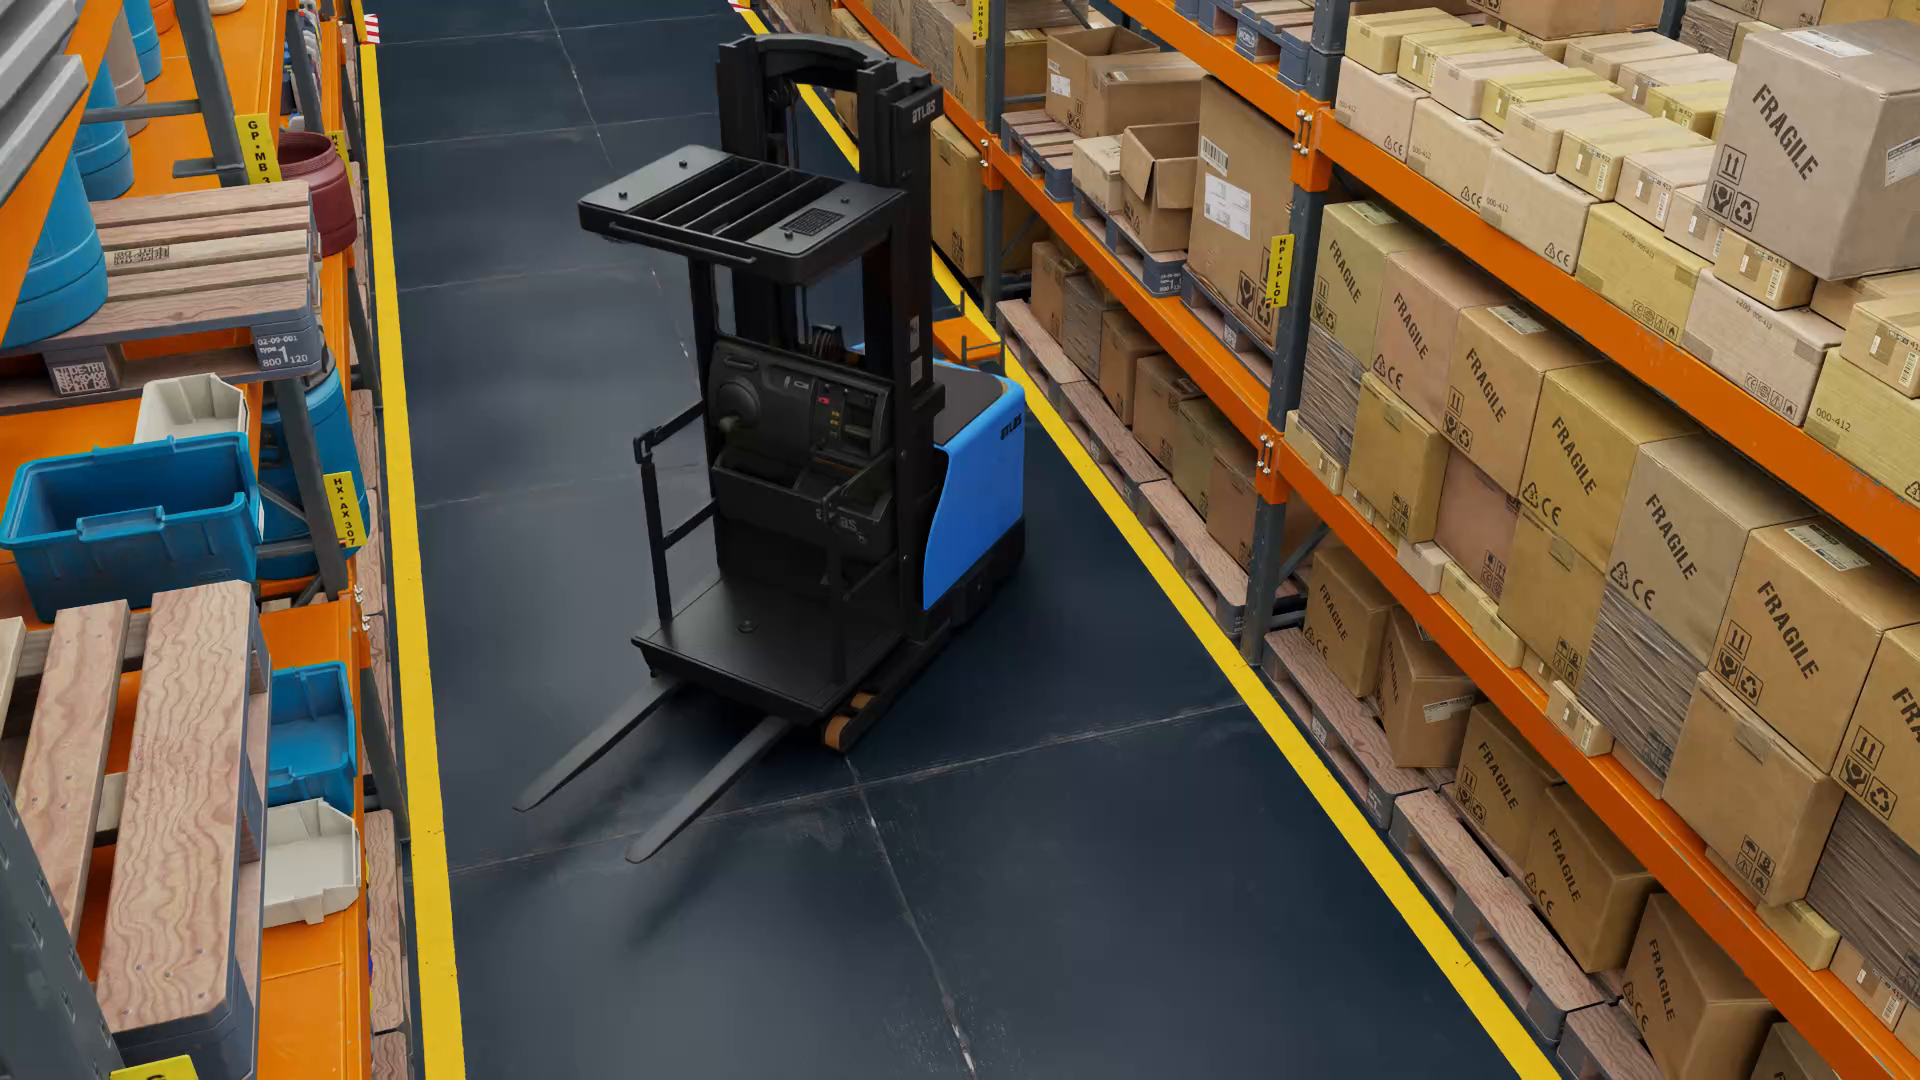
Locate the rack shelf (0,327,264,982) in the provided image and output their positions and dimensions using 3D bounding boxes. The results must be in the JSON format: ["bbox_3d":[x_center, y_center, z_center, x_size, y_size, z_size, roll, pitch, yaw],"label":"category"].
[{"bbox_3d":[-2.233,0.190,3.993,1.077,0.370,4.000,-10,35,-15],"label":"rack shelf"}]

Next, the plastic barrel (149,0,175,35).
[{"bbox_3d":[-3.820,-2.629,7.217,0.600,0.830,0.708,-10,35,-15],"label":"plastic barrel"}]

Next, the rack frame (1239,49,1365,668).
[{"bbox_3d":[1.874,-0.742,7.472,1.000,3.000,0.127,-10,35,-15],"label":"rack frame"}]

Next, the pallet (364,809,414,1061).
[{"bbox_3d":[-2.678,1.614,6.436,1.003,0.211,1.213,-10,35,-15],"label":"pallet"}]

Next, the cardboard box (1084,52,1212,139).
[{"bbox_3d":[1.122,-2.506,9.670,0.700,0.500,0.500,-5,34,-8],"label":"cardboard box"}]

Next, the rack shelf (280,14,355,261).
[{"bbox_3d":[-4.673,-2.759,11.177,1.077,0.370,4.000,-10,35,-15],"label":"rack shelf"}]

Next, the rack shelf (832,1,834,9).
[{"bbox_3d":[-1.176,-5.692,15.615,1.077,0.370,4.000,-10,35,-15],"label":"rack shelf"}]

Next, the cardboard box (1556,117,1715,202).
[{"bbox_3d":[2.113,-1.196,5.213,0.380,0.149,0.250,-11,35,-16],"label":"cardboard box"}]

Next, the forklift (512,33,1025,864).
[{"bbox_3d":[-0.832,-0.548,7.240,1.130,2.935,3.031,18,37,25],"label":"forklift"}]

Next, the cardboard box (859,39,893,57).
[{"bbox_3d":[-0.079,-3.429,13.085,1.225,0.875,0.875,-11,35,-16],"label":"cardboard box"}]

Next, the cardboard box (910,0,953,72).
[{"bbox_3d":[-0.041,-3.636,11.761,0.500,0.500,0.500,-11,35,-16],"label":"cardboard box"}]

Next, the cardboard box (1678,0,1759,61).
[{"bbox_3d":[5.288,-3.384,11.379,0.500,0.500,0.500,-10,35,-14],"label":"cardboard box"}]

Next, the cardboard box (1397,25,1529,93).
[{"bbox_3d":[1.826,-1.747,6.045,0.380,0.149,0.250,-12,35,-17],"label":"cardboard box"}]

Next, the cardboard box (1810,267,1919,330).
[{"bbox_3d":[2.501,-0.651,4.387,0.380,0.149,0.250,-10,35,-14],"label":"cardboard box"}]

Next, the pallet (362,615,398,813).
[{"bbox_3d":[-3.119,0.848,7.594,1.003,0.211,1.213,-10,35,-15],"label":"pallet"}]

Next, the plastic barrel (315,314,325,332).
[{"bbox_3d":[-3.282,-1.117,7.916,0.433,0.535,0.433,0,33,0],"label":"plastic barrel"}]

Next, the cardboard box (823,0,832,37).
[{"bbox_3d":[-0.691,-4.591,14.843,0.875,0.875,0.875,-10,35,-15],"label":"cardboard box"}]

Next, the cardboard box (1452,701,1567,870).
[{"bbox_3d":[2.404,0.955,6.791,0.500,0.500,0.500,-13,36,-19],"label":"cardboard box"}]

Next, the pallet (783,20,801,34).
[{"bbox_3d":[-1.099,-4.833,16.192,1.003,0.211,1.213,-10,35,-15],"label":"pallet"}]

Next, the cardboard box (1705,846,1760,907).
[{"bbox_3d":[2.548,0.960,5.124,0.380,0.149,0.250,-10,35,-15],"label":"cardboard box"}]

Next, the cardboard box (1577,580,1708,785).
[{"bbox_3d":[2.574,0.387,5.403,0.875,0.500,0.500,-10,35,-15],"label":"cardboard box"}]

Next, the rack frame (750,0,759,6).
[{"bbox_3d":[-1.786,-7.042,17.006,1.000,3.000,0.127,-10,35,-15],"label":"rack frame"}]

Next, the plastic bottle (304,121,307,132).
[{"bbox_3d":[-3.944,-2.422,10.120,0.061,0.283,0.133,-10,35,-15],"label":"plastic bottle"}]

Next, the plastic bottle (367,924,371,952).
[{"bbox_3d":[-2.313,1.403,6.229,0.144,0.351,0.185,-12,35,-17],"label":"plastic bottle"}]

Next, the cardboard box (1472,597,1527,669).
[{"bbox_3d":[2.123,0.311,6.105,0.380,0.149,0.250,-10,35,-15],"label":"cardboard box"}]

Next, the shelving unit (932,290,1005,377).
[{"bbox_3d":[0.017,-0.687,9.021,0.258,1.200,0.503,-14,36,-21],"label":"shelving unit"}]

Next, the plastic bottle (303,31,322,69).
[{"bbox_3d":[-4.590,-3.448,11.680,0.152,0.276,0.135,-10,35,-15],"label":"plastic bottle"}]

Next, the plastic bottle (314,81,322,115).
[{"bbox_3d":[-4.249,-2.909,10.868,0.097,0.271,0.097,0,33,0],"label":"plastic bottle"}]

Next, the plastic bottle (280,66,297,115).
[{"bbox_3d":[-4.459,-2.987,10.913,0.144,0.351,0.185,-10,35,-15],"label":"plastic bottle"}]

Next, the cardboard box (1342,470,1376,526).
[{"bbox_3d":[1.820,-0.214,6.900,0.380,0.149,0.250,-10,35,-15],"label":"cardboard box"}]

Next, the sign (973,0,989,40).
[{"bbox_3d":[0.126,-3.230,10.187,0.100,0.325,0.005,-10,35,-15],"label":"sign"}]

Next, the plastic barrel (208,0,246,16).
[{"bbox_3d":[-3.453,-2.575,7.650,0.301,0.262,0.301,0,33,0],"label":"plastic barrel"}]

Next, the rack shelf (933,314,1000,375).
[{"bbox_3d":[0.017,-1.015,8.805,0.258,0.148,0.480,-14,36,-21],"label":"rack shelf"}]

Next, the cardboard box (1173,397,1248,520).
[{"bbox_3d":[1.580,-0.462,8.917,0.700,0.500,0.500,-10,35,-15],"label":"cardboard box"}]

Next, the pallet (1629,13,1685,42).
[{"bbox_3d":[5.090,-3.899,12.424,1.213,0.211,1.003,-10,35,-15],"label":"pallet"}]

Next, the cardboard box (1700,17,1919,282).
[{"bbox_3d":[2.380,-1.039,4.386,0.500,0.500,0.500,-10,35,-15],"label":"cardboard box"}]

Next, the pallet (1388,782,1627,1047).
[{"bbox_3d":[2.488,1.410,6.745,1.003,0.211,1.213,-10,35,-15],"label":"pallet"}]

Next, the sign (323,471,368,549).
[{"bbox_3d":[-2.316,-0.111,6.266,0.100,0.325,0.005,-10,35,-15],"label":"sign"}]

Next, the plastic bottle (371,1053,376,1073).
[{"bbox_3d":[-2.107,1.778,5.797,0.097,0.201,0.097,0,33,0],"label":"plastic bottle"}]

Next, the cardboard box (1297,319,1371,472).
[{"bbox_3d":[1.952,-0.661,6.989,0.875,0.500,0.500,-10,35,-15],"label":"cardboard box"}]

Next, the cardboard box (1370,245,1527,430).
[{"bbox_3d":[1.923,-0.784,6.267,0.500,0.500,0.500,-10,35,-15],"label":"cardboard box"}]

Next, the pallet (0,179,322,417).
[{"bbox_3d":[-2.530,-0.719,4.888,1.213,0.211,1.003,-10,35,-15],"label":"pallet"}]

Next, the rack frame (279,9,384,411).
[{"bbox_3d":[-4.063,-2.009,9.389,1.000,3.000,0.127,-10,35,-15],"label":"rack frame"}]

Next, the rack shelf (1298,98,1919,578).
[{"bbox_3d":[2.484,-0.643,5.254,1.077,0.370,4.000,-10,35,-15],"label":"rack shelf"}]

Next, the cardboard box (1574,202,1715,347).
[{"bbox_3d":[2.243,-0.837,5.030,0.500,0.250,0.500,-11,35,-16],"label":"cardboard box"}]

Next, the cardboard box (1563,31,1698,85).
[{"bbox_3d":[2.402,-1.702,5.979,0.380,0.149,0.250,-12,35,-17],"label":"cardboard box"}]

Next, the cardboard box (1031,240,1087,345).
[{"bbox_3d":[0.877,-1.634,10.690,0.700,0.500,0.500,-12,35,-17],"label":"cardboard box"}]

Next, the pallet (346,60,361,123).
[{"bbox_3d":[-5.920,-3.967,14.882,1.003,0.211,1.213,-10,35,-15],"label":"pallet"}]

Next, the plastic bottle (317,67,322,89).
[{"bbox_3d":[-4.417,-3.169,11.324,0.097,0.201,0.097,0,33,0],"label":"plastic bottle"}]

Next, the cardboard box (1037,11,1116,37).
[{"bbox_3d":[0.765,-3.185,11.078,0.500,0.500,0.500,-9,35,-13],"label":"cardboard box"}]

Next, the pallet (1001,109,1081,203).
[{"bbox_3d":[0.973,-2.406,10.164,1.213,0.211,1.003,-10,35,-15],"label":"pallet"}]

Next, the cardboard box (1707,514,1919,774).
[{"bbox_3d":[2.533,0.266,4.678,0.500,0.500,0.500,-10,35,-15],"label":"cardboard box"}]

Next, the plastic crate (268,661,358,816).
[{"bbox_3d":[-2.247,0.688,5.442,0.499,0.251,0.616,-10,35,-15],"label":"plastic crate"}]

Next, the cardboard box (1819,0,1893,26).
[{"bbox_3d":[5.850,-3.310,10.361,0.700,0.500,0.500,-11,35,-15],"label":"cardboard box"}]

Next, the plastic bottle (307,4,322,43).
[{"bbox_3d":[-4.741,-3.794,12.197,0.061,0.283,0.133,-10,35,-15],"label":"plastic bottle"}]

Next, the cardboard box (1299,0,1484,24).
[{"bbox_3d":[1.825,-2.475,6.899,0.797,0.503,0.637,-12,35,-17],"label":"cardboard box"}]
